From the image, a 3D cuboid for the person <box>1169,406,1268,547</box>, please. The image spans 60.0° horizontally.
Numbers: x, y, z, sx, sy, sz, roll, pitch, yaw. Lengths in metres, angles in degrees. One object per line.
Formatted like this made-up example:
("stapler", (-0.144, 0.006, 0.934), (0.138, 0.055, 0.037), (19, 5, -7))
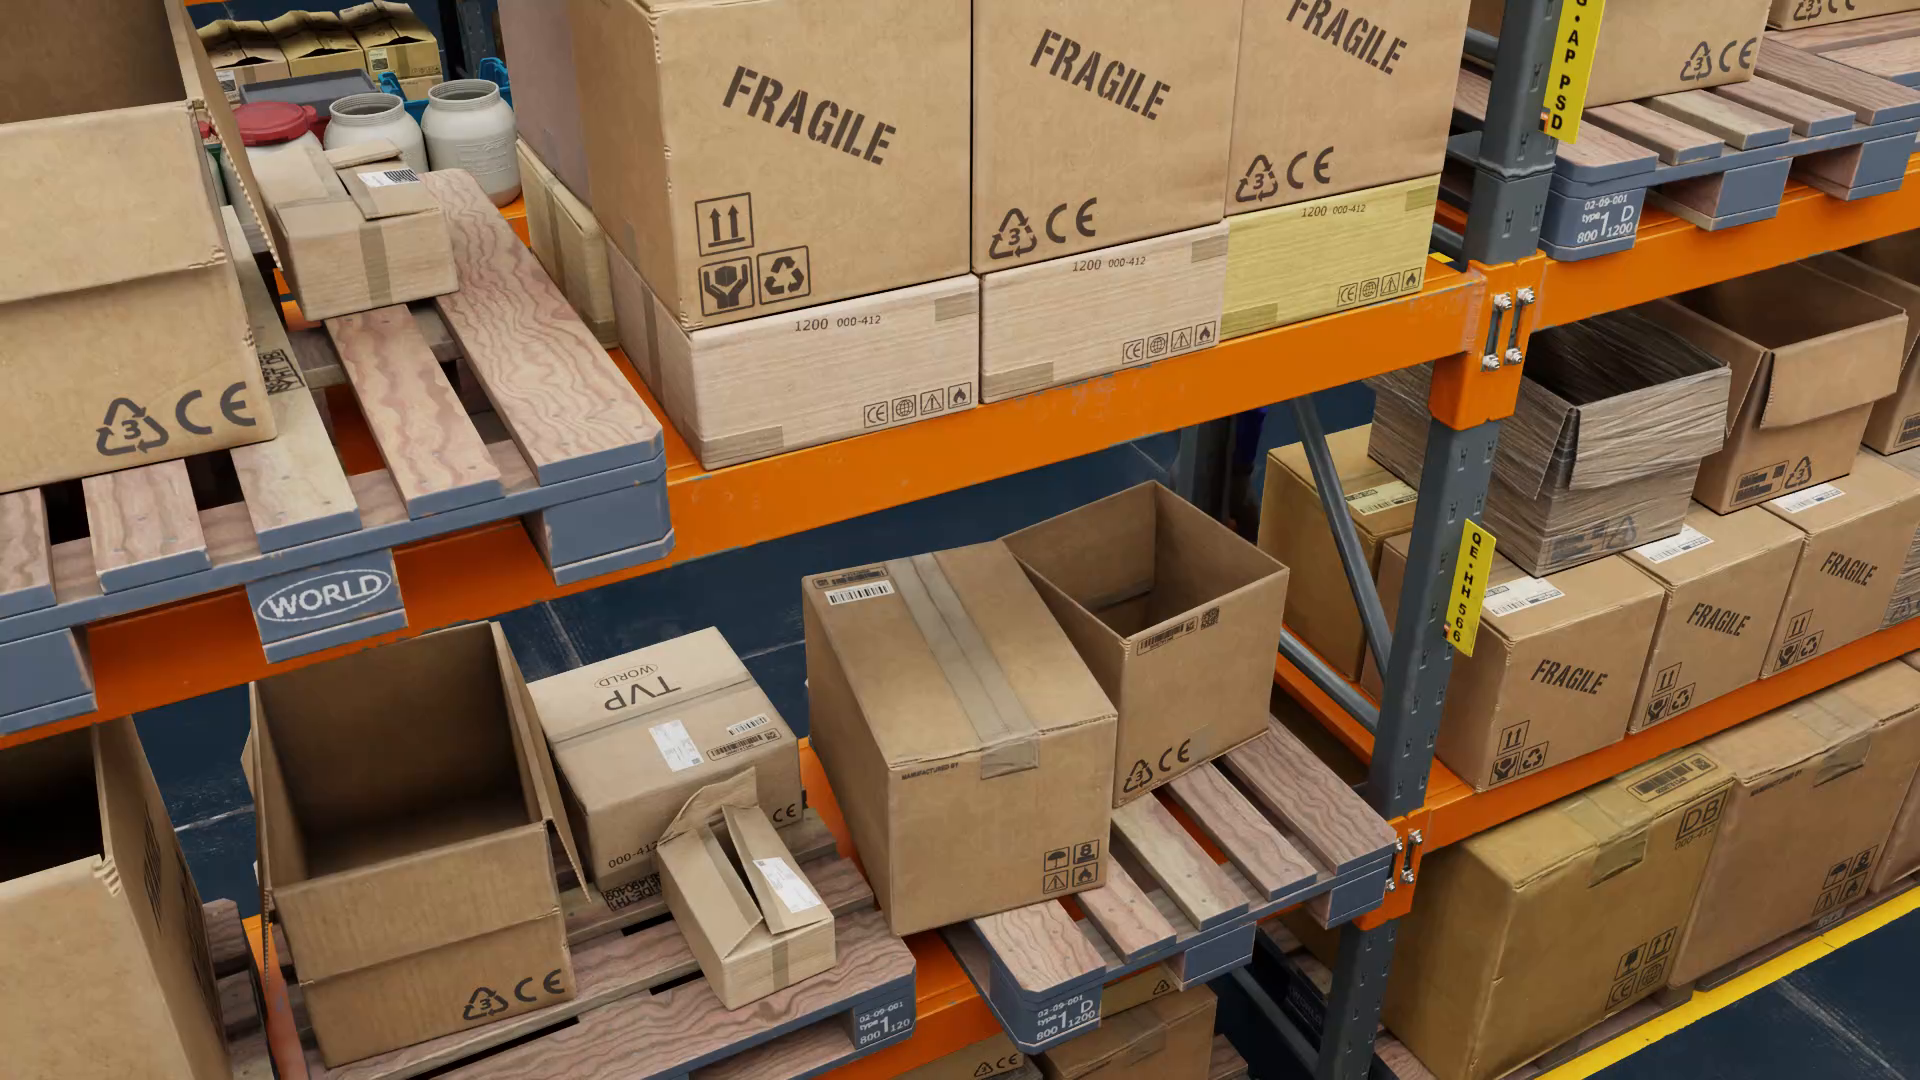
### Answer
("person", (1.082, -0.232, 6.491), (0.697, 1.643, 0.458), (-10, 35, -15))
